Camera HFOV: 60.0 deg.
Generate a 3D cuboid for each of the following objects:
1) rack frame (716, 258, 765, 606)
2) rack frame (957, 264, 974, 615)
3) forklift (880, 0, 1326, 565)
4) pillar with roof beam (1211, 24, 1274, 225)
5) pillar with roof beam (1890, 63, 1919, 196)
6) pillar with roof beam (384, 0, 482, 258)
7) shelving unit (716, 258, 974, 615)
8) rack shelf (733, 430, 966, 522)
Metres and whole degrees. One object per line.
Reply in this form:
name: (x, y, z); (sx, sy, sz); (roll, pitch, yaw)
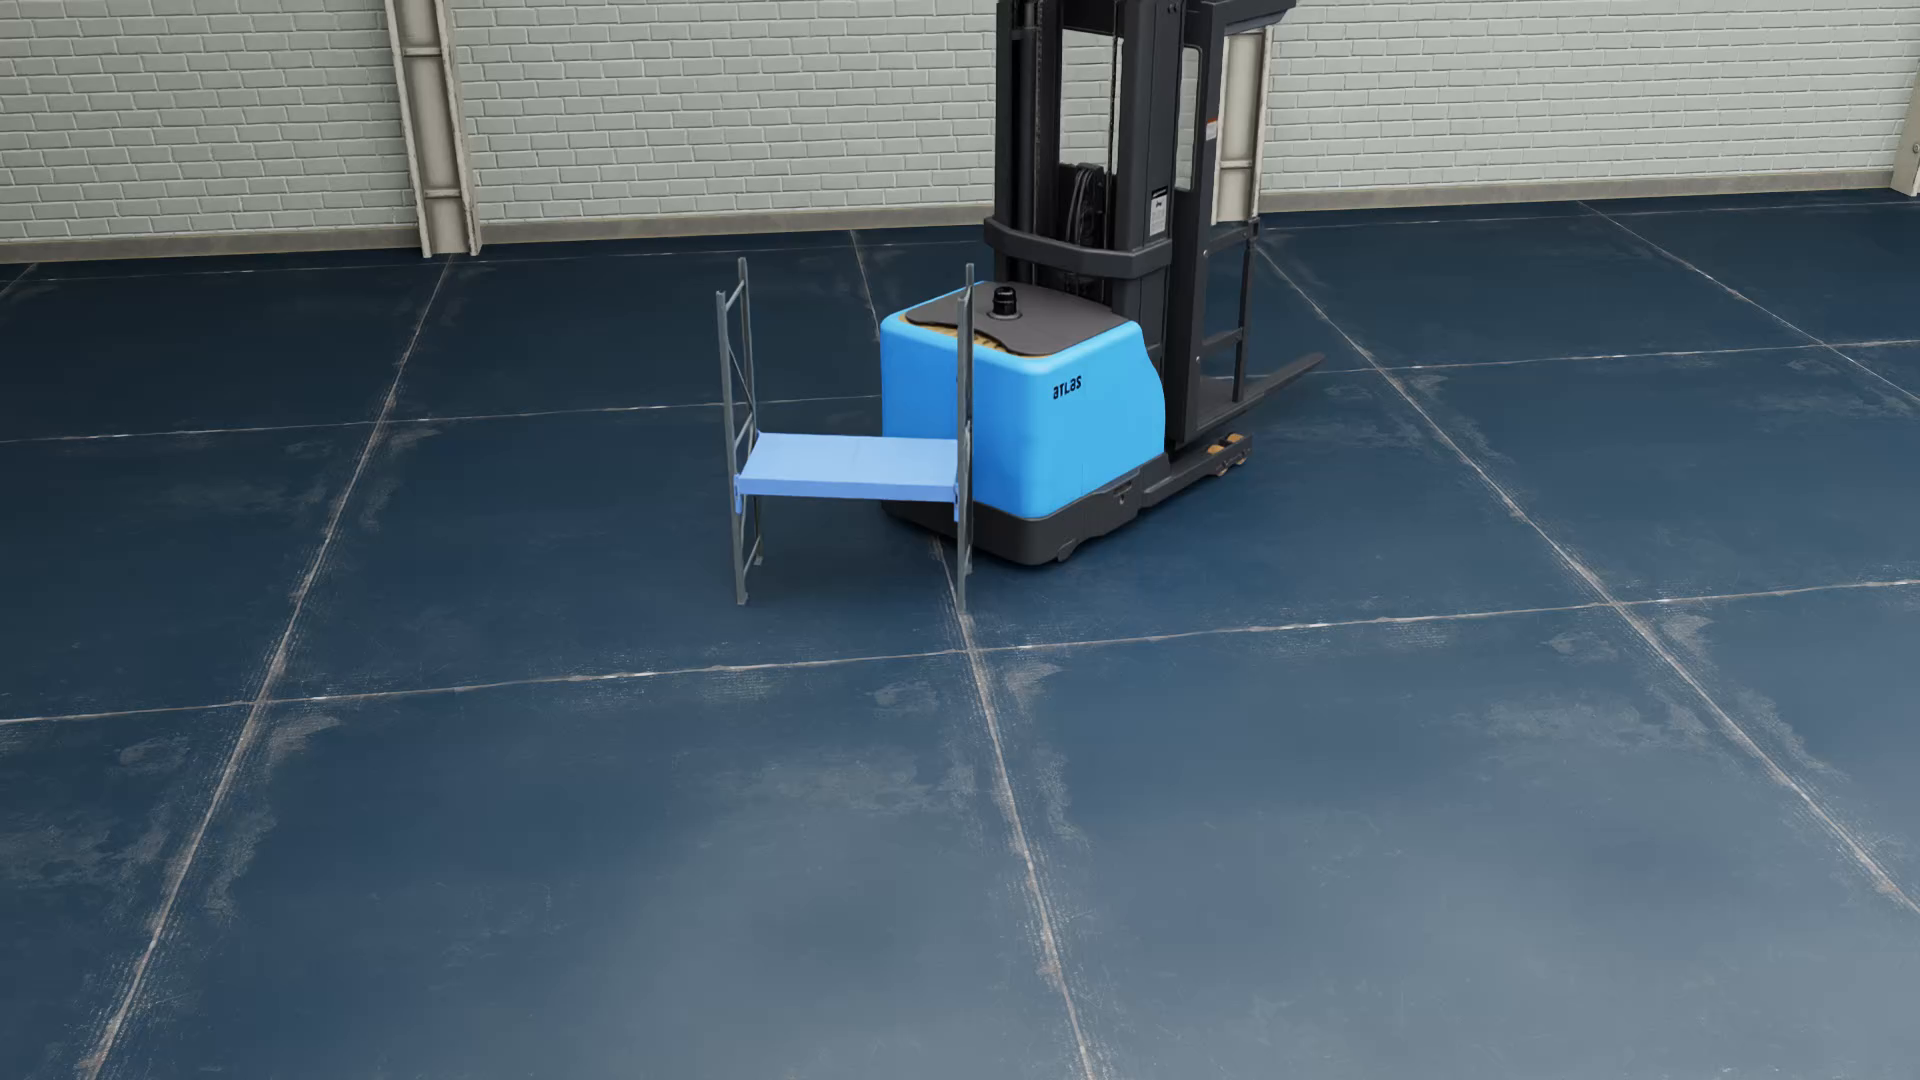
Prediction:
rack frame: (-0.989, -0.479, 7.540); (0.032, 1.500, 0.500); (2, 27, 4)
rack frame: (0.024, -0.439, 7.463); (0.032, 1.500, 0.500); (2, 27, 4)
forklift: (0.941, -1.781, 8.510); (1.130, 2.935, 3.031); (21, 34, 35)
pillar with roof beam: (2.733, -4.616, 7.390); (0.400, 9.000, 9.100); (-4, 27, -7)
pillar with roof beam: (8.674, -4.998, 8.133); (0.400, 9.000, 9.100); (-4, 27, -7)
pillar with roof beam: (-3.209, -4.235, 6.646); (0.400, 9.000, 9.100); (-4, 27, -7)
shelving unit: (-0.482, -0.459, 7.502); (1.048, 1.500, 0.538); (2, 27, 4)
rack shelf: (-0.482, -0.299, 7.584); (1.000, 0.185, 0.538); (2, 27, 4)
